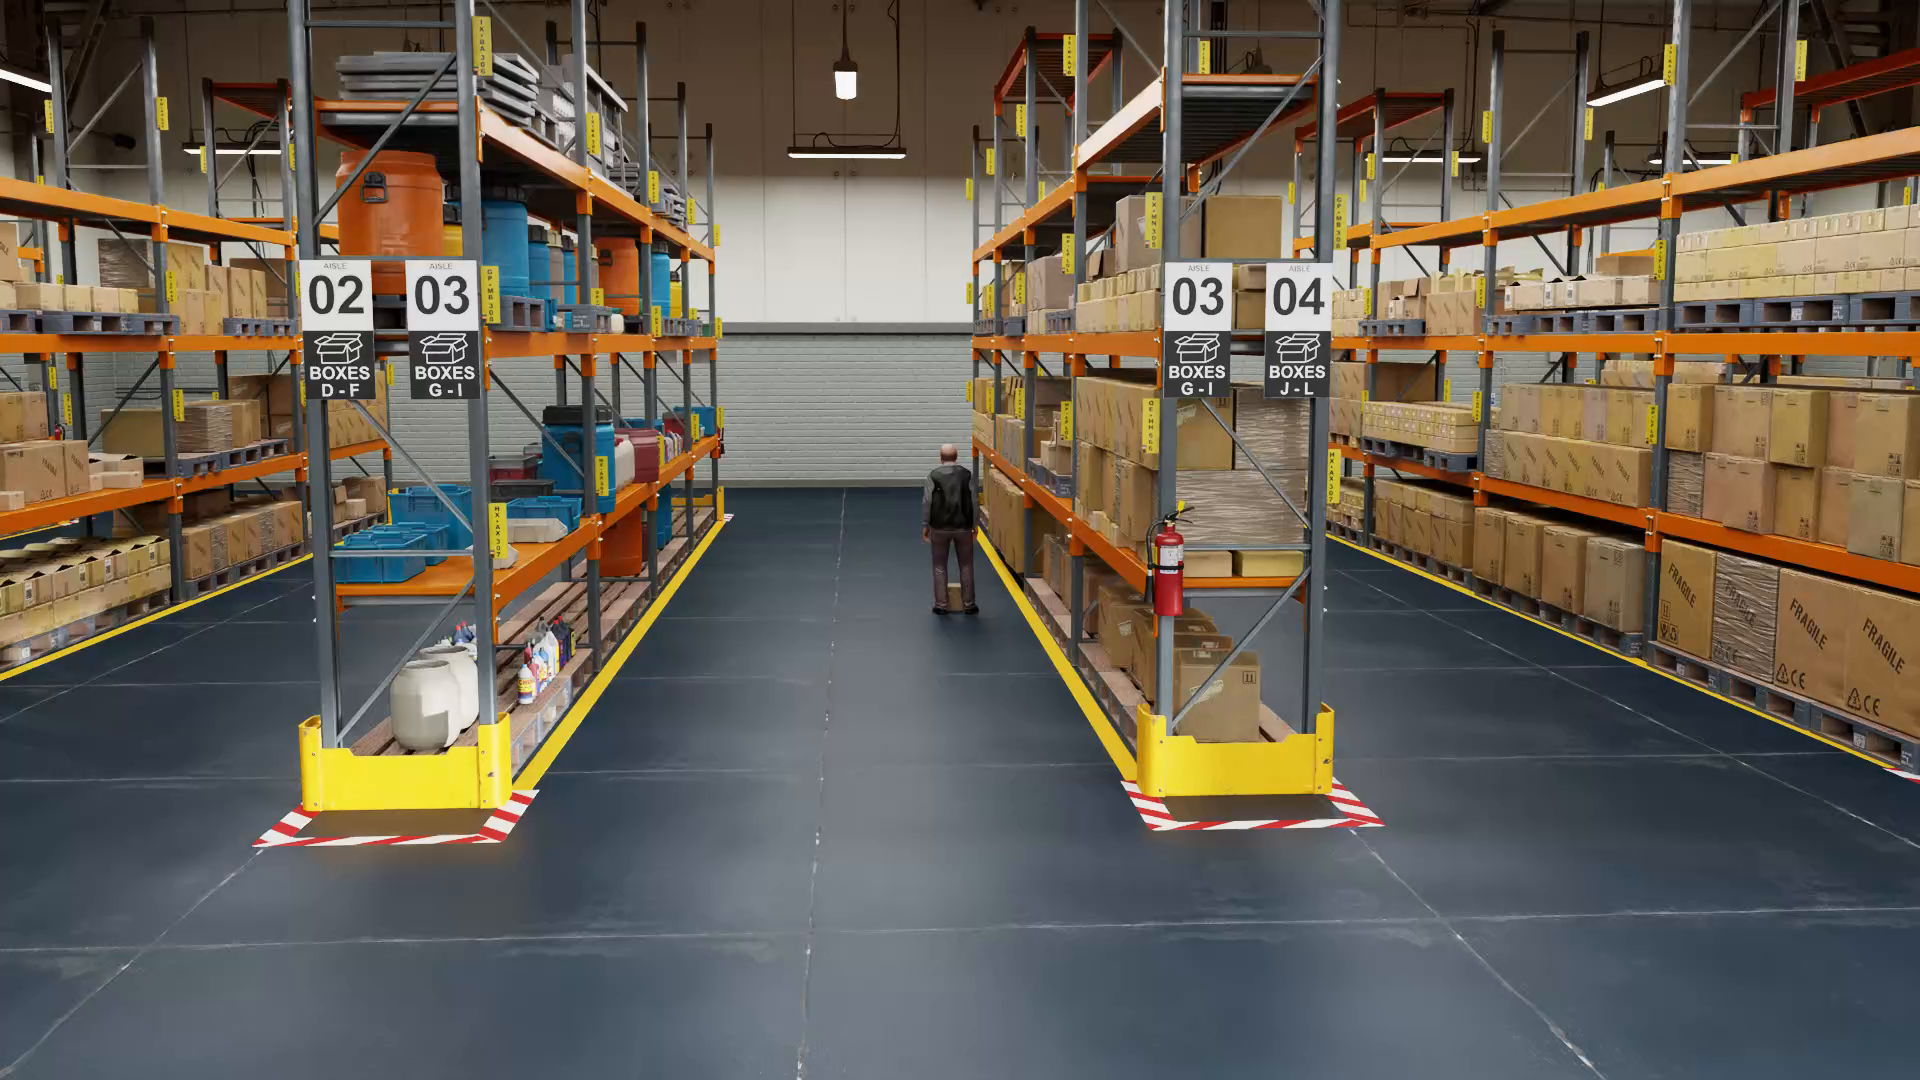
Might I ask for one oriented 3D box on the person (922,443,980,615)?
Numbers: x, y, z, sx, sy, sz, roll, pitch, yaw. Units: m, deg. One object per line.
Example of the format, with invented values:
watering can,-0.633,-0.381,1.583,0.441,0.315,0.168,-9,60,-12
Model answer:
person,-0.088,-0.109,16.754,0.594,1.722,0.419,-1,7,-7
